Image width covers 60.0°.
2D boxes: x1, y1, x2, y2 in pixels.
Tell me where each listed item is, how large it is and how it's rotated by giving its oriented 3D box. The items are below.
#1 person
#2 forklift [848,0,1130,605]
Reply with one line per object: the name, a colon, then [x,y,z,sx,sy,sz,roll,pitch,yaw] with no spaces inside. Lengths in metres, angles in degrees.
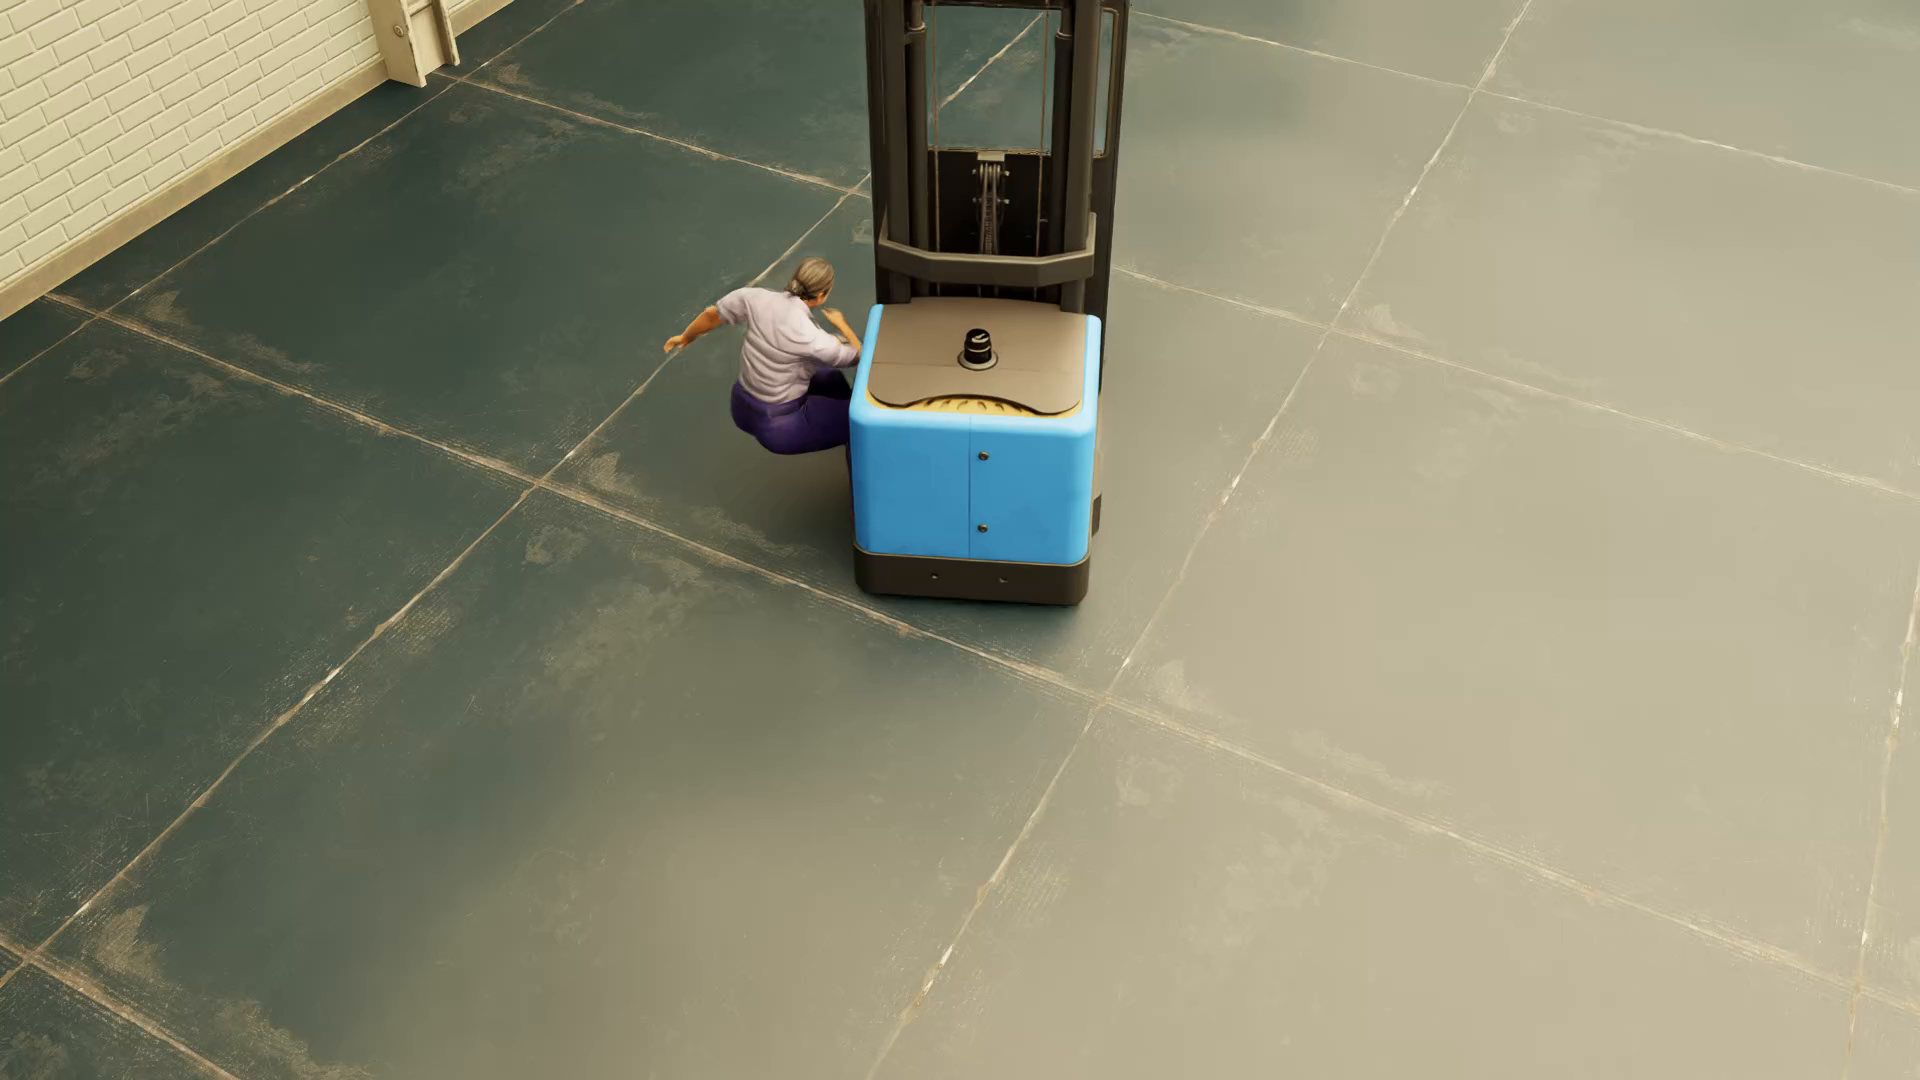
person: [-0.705,-0.764,7.673,0.898,1.386,1.014,-33,52,-30]
forklift: [0.173,-1.786,7.550,1.130,2.935,3.031,3,43,4]
